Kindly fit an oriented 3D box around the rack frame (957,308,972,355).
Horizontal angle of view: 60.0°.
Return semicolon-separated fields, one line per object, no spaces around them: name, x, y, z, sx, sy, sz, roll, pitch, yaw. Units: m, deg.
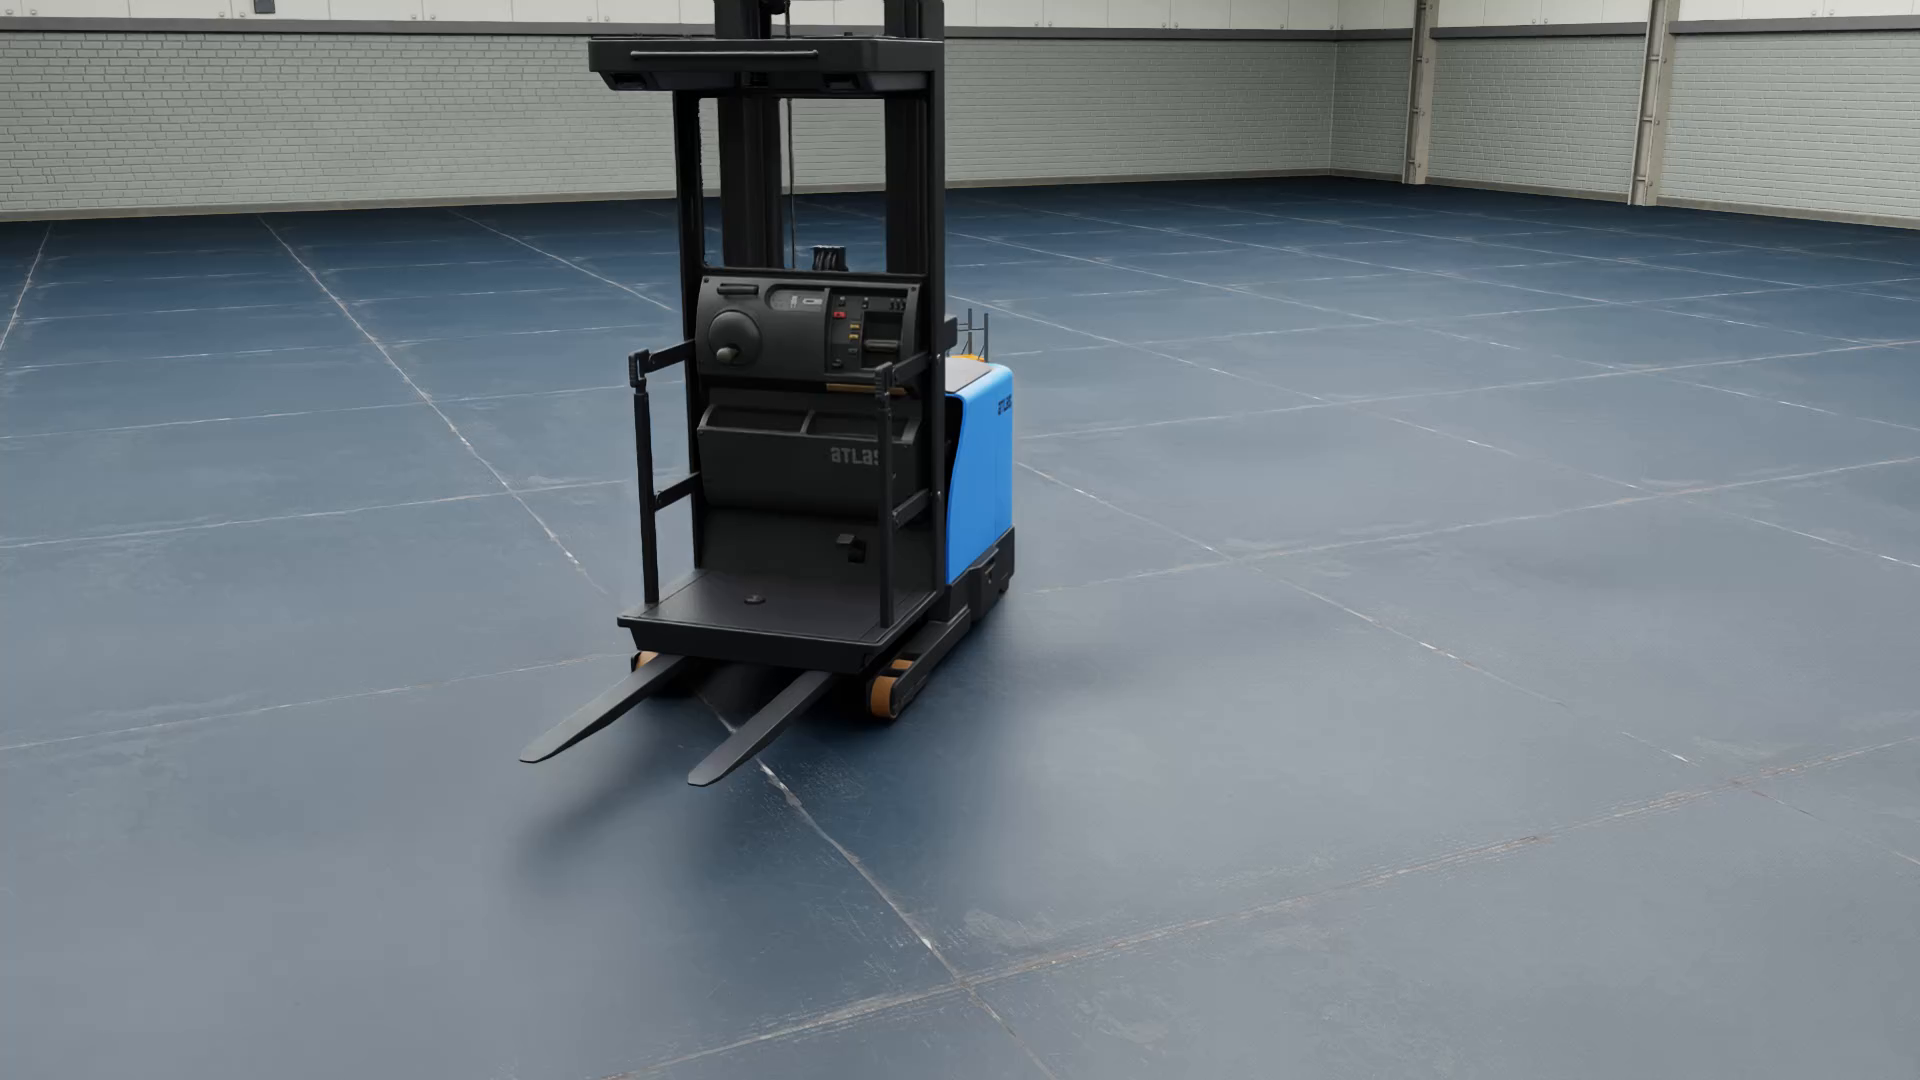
rack frame;-0.046;-0.603;8.677;0.240;1.200;0.006;-8;18;-25

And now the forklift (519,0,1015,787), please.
forklift;-0.670;-0.846;6.385;1.130;2.935;3.031;5;17;17

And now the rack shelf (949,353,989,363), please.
rack shelf;-0.006;-0.884;8.511;0.258;0.103;0.180;-8;18;-25

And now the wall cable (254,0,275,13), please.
wall cable;-10.432;-11.607;26.719;2.305;6.003;0.169;-8;18;-25

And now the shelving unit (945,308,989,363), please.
shelving unit;-0.006;-0.580;8.598;0.258;1.200;0.189;-8;18;-25

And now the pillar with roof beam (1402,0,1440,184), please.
pillar with roof beam;5.575;-11.225;31.553;9.100;9.000;0.400;-8;18;-25

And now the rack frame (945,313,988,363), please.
rack frame;0.034;-0.558;8.519;0.240;1.200;0.006;-8;18;-25

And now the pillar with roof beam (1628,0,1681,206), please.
pillar with roof beam;8.204;-9.737;26.369;9.100;9.000;0.400;-8;18;-25
